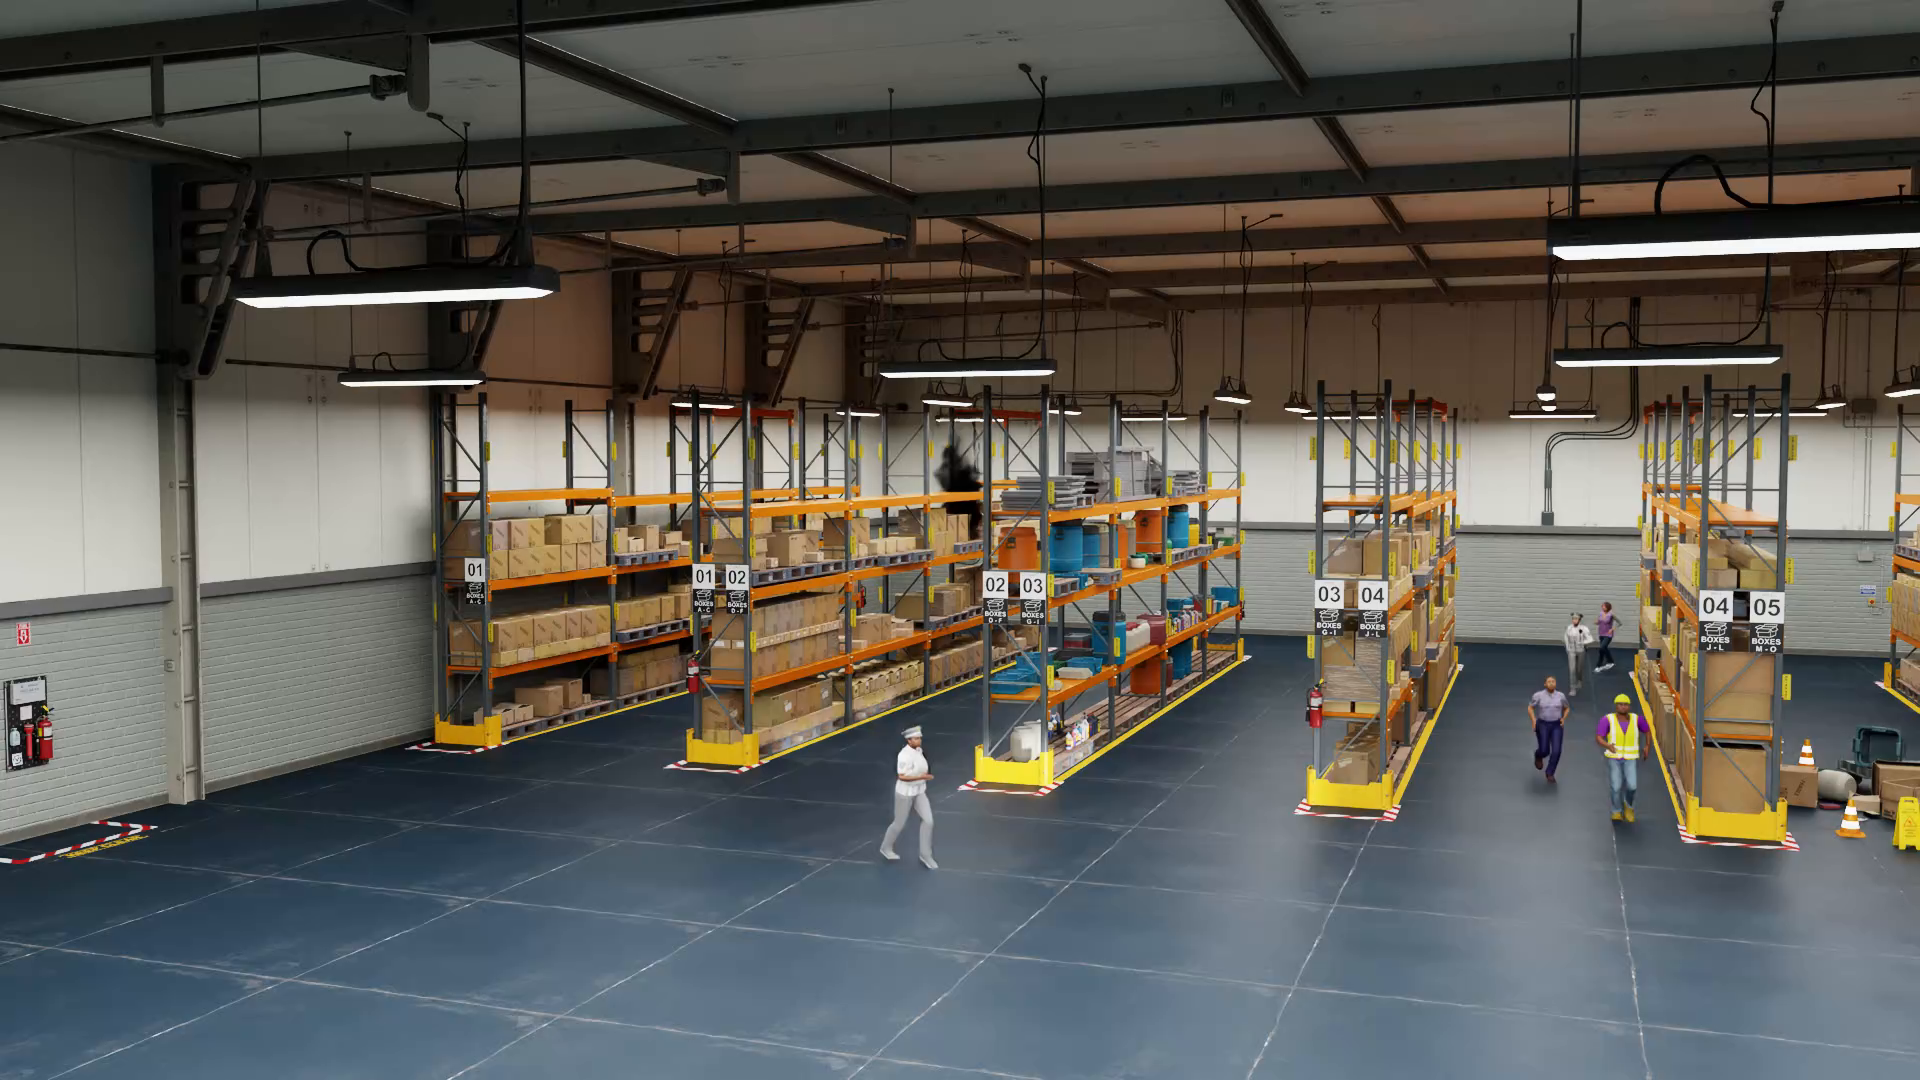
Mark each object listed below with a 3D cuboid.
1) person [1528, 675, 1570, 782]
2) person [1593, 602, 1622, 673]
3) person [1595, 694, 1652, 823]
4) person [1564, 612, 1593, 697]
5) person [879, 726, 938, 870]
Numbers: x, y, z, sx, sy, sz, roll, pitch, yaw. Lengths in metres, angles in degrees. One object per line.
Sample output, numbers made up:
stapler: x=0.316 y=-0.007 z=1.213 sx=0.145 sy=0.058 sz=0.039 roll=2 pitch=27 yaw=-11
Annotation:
person: x=8.995 y=2.865 z=25.375 sx=0.617 sy=1.605 sz=0.552 roll=0 pitch=3 yaw=8
person: x=14.638 y=2.209 z=37.606 sx=0.712 sy=1.633 sz=0.540 roll=-1 pitch=3 yaw=-25
person: x=8.909 y=2.938 z=22.307 sx=0.723 sy=1.745 sz=0.639 roll=1 pitch=3 yaw=16
person: x=12.742 y=2.333 z=34.291 sx=0.602 sy=1.712 sz=0.863 roll=2 pitch=3 yaw=30
person: x=-0.605 y=3.091 z=20.051 sx=0.828 sy=1.741 sz=0.519 roll=3 pitch=4 yaw=40
